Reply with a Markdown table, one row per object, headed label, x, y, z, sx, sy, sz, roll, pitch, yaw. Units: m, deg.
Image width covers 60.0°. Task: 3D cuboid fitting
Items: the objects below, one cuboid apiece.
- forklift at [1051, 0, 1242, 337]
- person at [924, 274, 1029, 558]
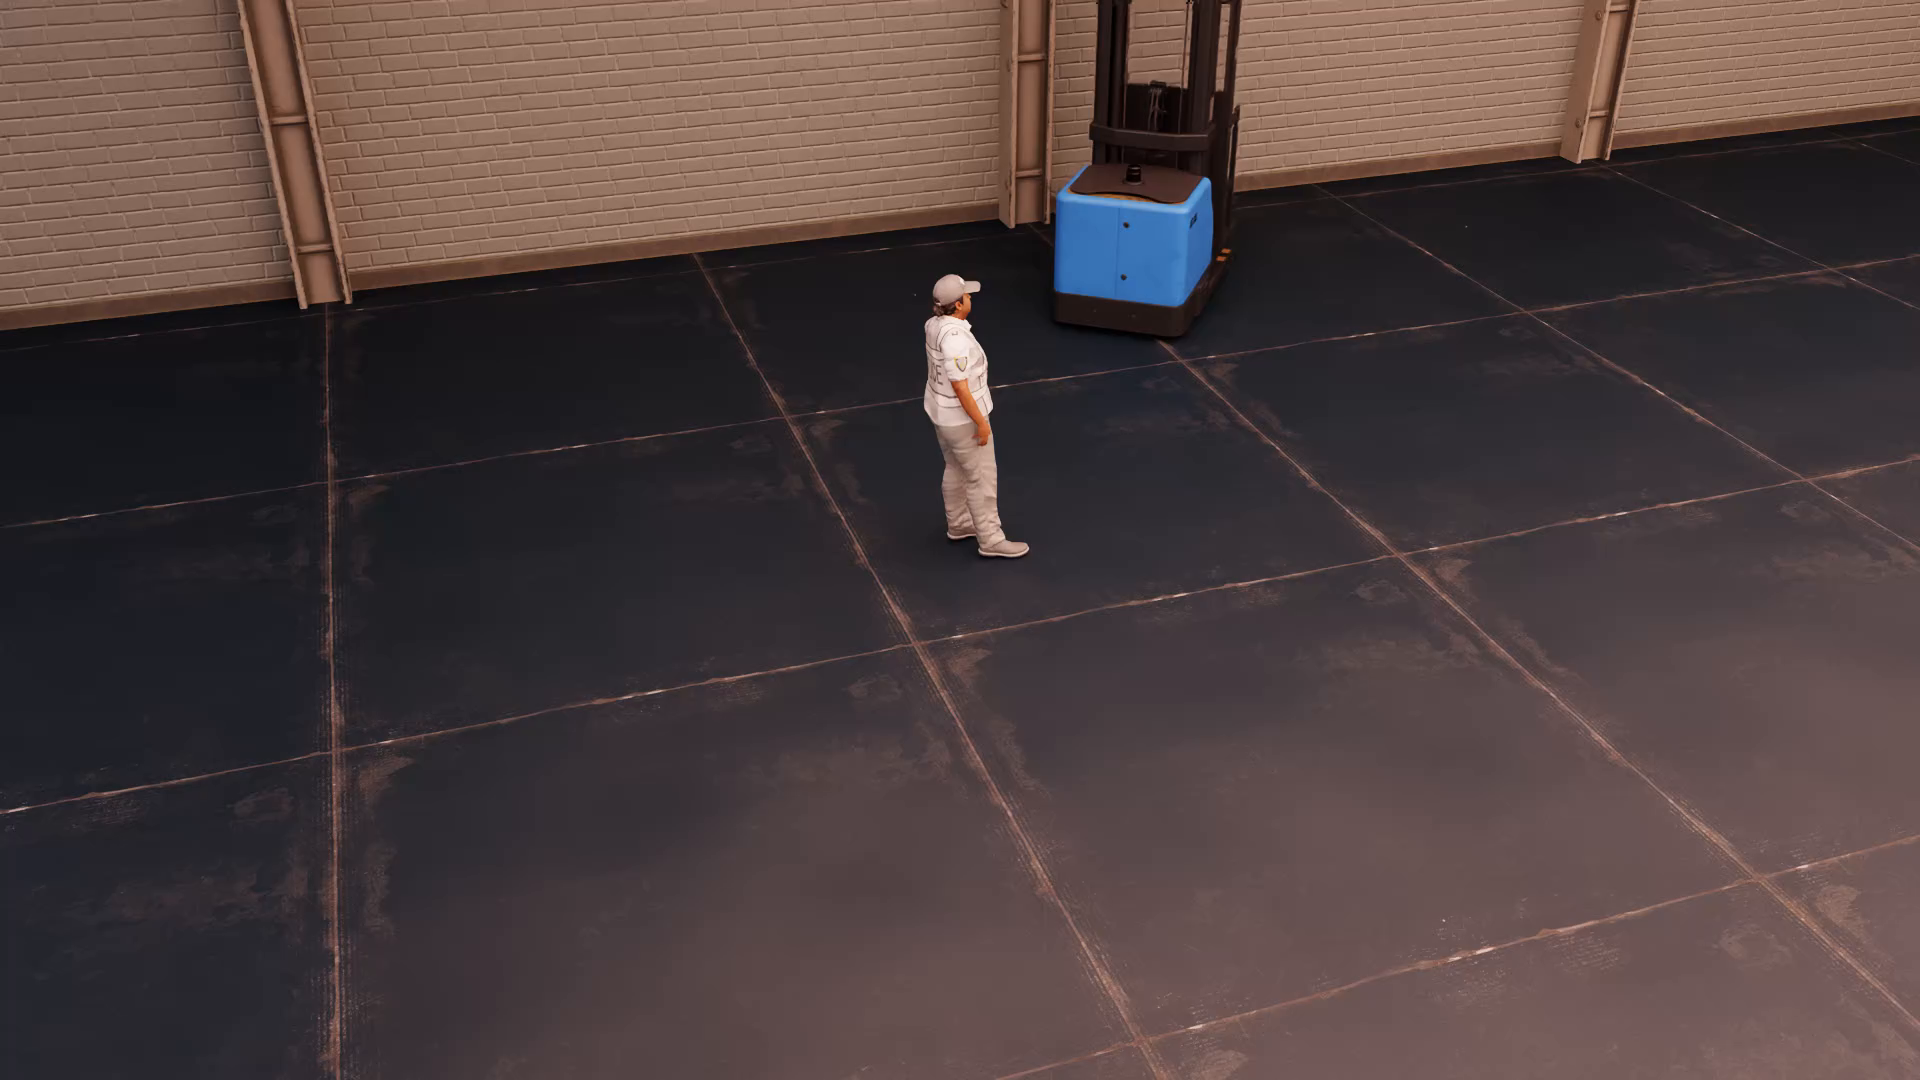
| label | x | y | z | sx | sy | sz | roll | pitch | yaw |
| --- | --- | --- | --- | --- | --- | --- | --- | --- | --- |
| forklift | 1.673 | -3.524 | 13.211 | 1.130 | 2.935 | 3.031 | 10 | 31 | 17 |
| person | 0.080 | -0.730 | 9.609 | 0.529 | 1.670 | 0.599 | -10 | 31 | -16 |
